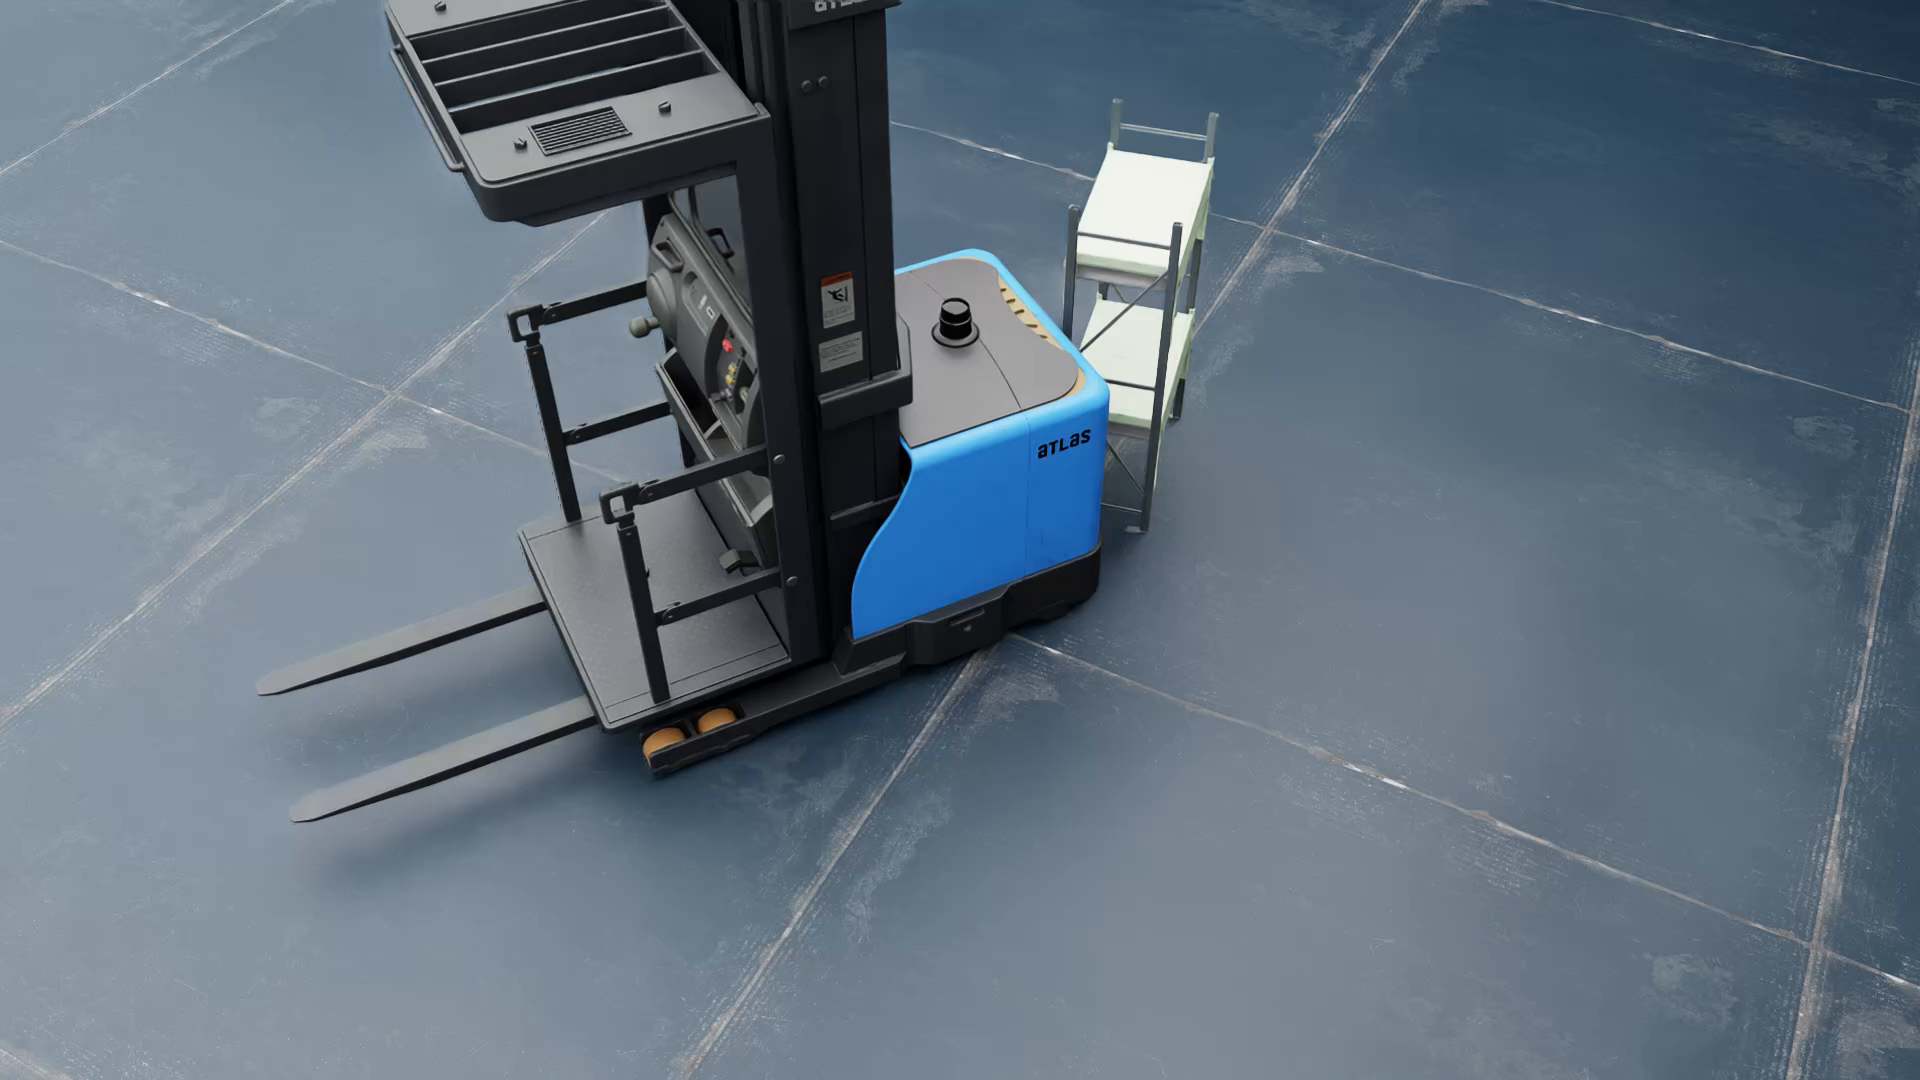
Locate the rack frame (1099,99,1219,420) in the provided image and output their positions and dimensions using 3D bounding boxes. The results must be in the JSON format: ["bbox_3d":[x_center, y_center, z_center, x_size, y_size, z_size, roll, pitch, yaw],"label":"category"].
[{"bbox_3d":[0.772,-1.096,6.779,0.400,1.500,0.023,11,46,11],"label":"rack frame"}]

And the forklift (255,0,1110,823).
[{"bbox_3d":[-1.012,-0.633,5.315,3.031,2.935,1.130,-20,49,-18],"label":"forklift"}]

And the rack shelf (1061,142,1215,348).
[{"bbox_3d":[0.673,-1.120,6.254,0.431,0.370,0.720,11,46,11],"label":"rack shelf"}]

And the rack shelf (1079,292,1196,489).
[{"bbox_3d":[0.673,-0.617,6.763,0.431,0.370,0.720,11,46,11],"label":"rack shelf"}]

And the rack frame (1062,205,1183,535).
[{"bbox_3d":[0.574,-0.595,6.284,0.400,1.500,0.023,11,46,11],"label":"rack frame"}]

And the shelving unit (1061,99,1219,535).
[{"bbox_3d":[0.673,-0.846,6.531,0.431,1.500,0.755,11,46,11],"label":"shelving unit"}]
